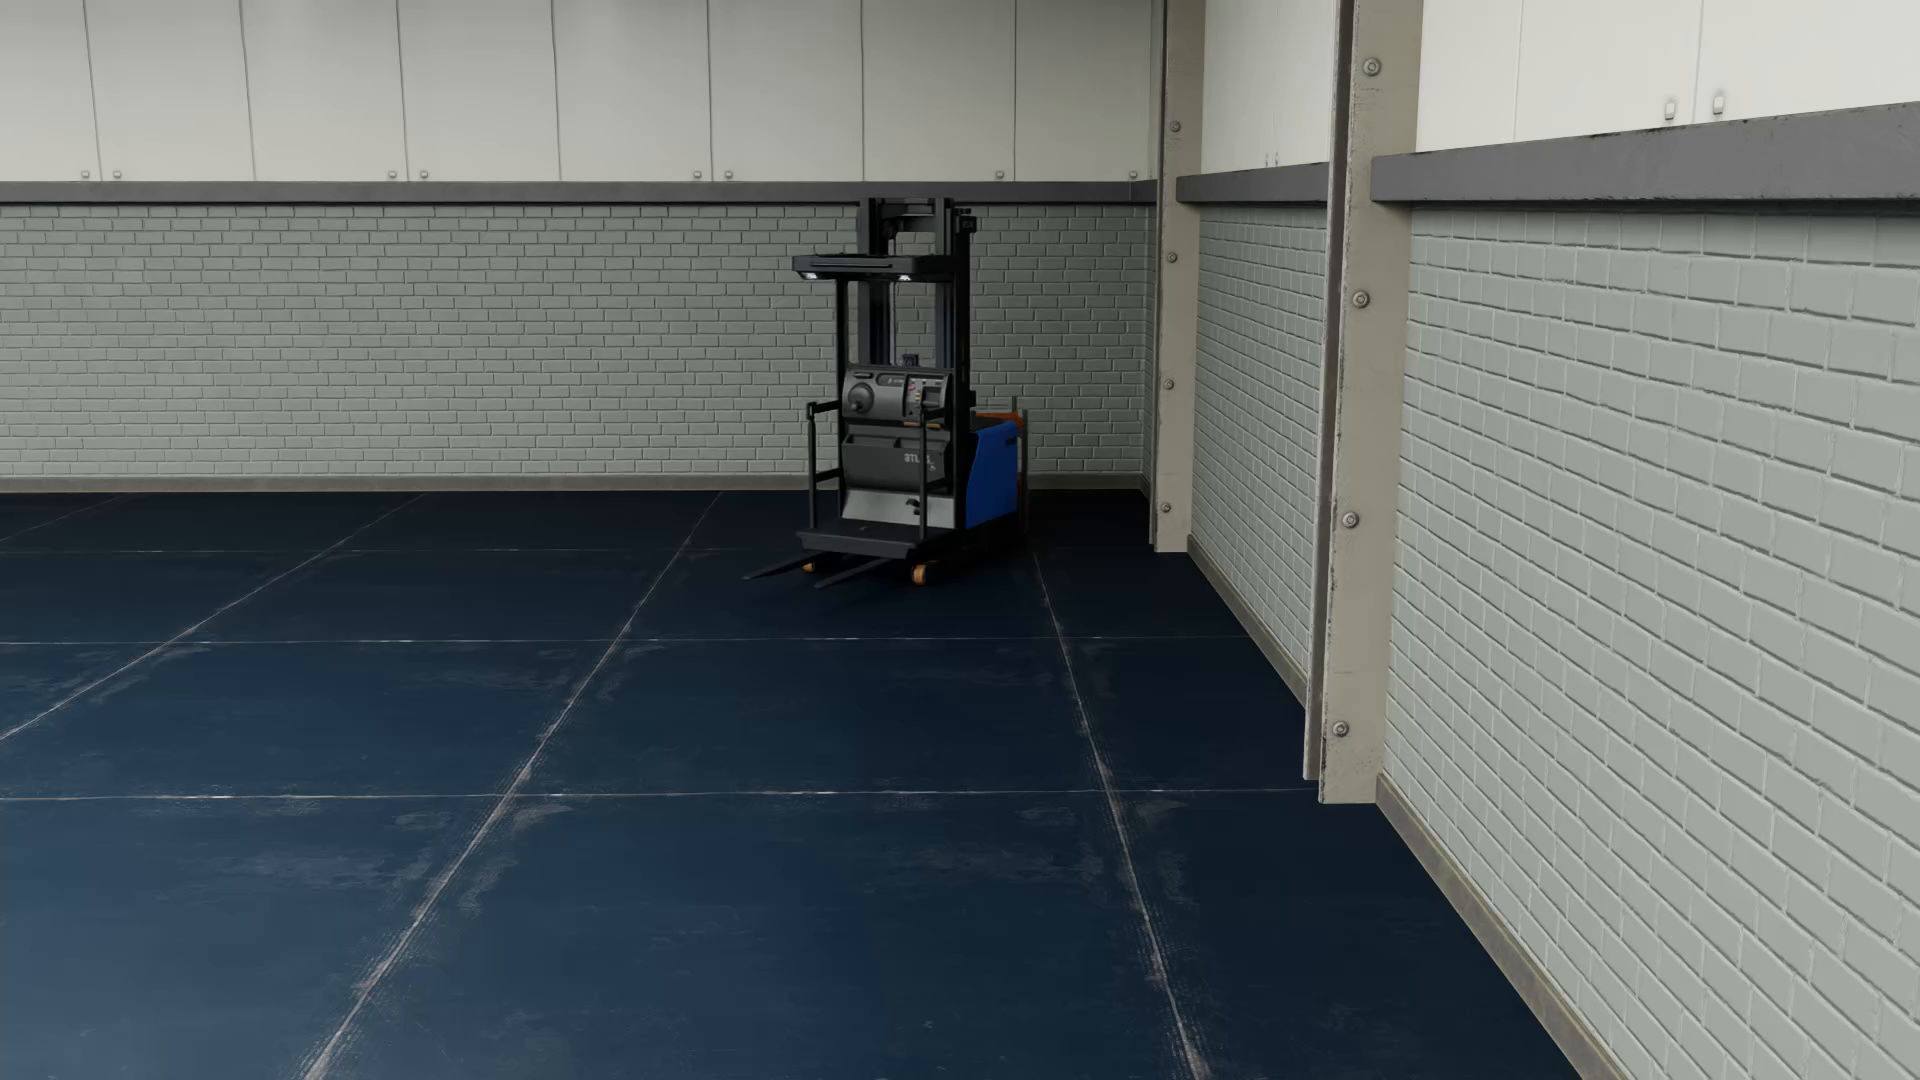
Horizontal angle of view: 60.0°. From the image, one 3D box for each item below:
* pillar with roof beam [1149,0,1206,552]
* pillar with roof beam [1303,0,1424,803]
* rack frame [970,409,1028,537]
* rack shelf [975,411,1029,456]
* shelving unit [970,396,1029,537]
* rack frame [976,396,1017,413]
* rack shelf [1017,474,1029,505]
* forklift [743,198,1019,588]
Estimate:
[{"bbox_3d":[-2.505,-4.330,13.270,9.100,9.000,0.400,0,11,-1],"label":"pillar with roof beam"},{"bbox_3d":[-2.381,-3.138,7.391,9.100,9.000,0.400,0,11,-1],"label":"pillar with roof beam"},{"bbox_3d":[0.339,-0.582,14.599,0.500,1.125,0.032,-1,11,-3],"label":"rack frame"},{"bbox_3d":[0.308,-0.970,15.039,0.538,0.278,1.000,-1,11,-3],"label":"rack shelf"},{"bbox_3d":[0.308,-0.683,15.097,0.538,1.125,1.048,-1,11,-3],"label":"shelving unit"},{"bbox_3d":[0.277,-0.784,15.594,0.500,1.125,0.032,-1,11,-3],"label":"rack frame"},{"bbox_3d":[0.308,-0.443,15.145,0.538,0.278,1.000,-1,11,-3],"label":"rack shelf"},{"bbox_3d":[-0.606,-1.184,13.025,1.130,2.935,3.031,6,13,26],"label":"forklift"}]
